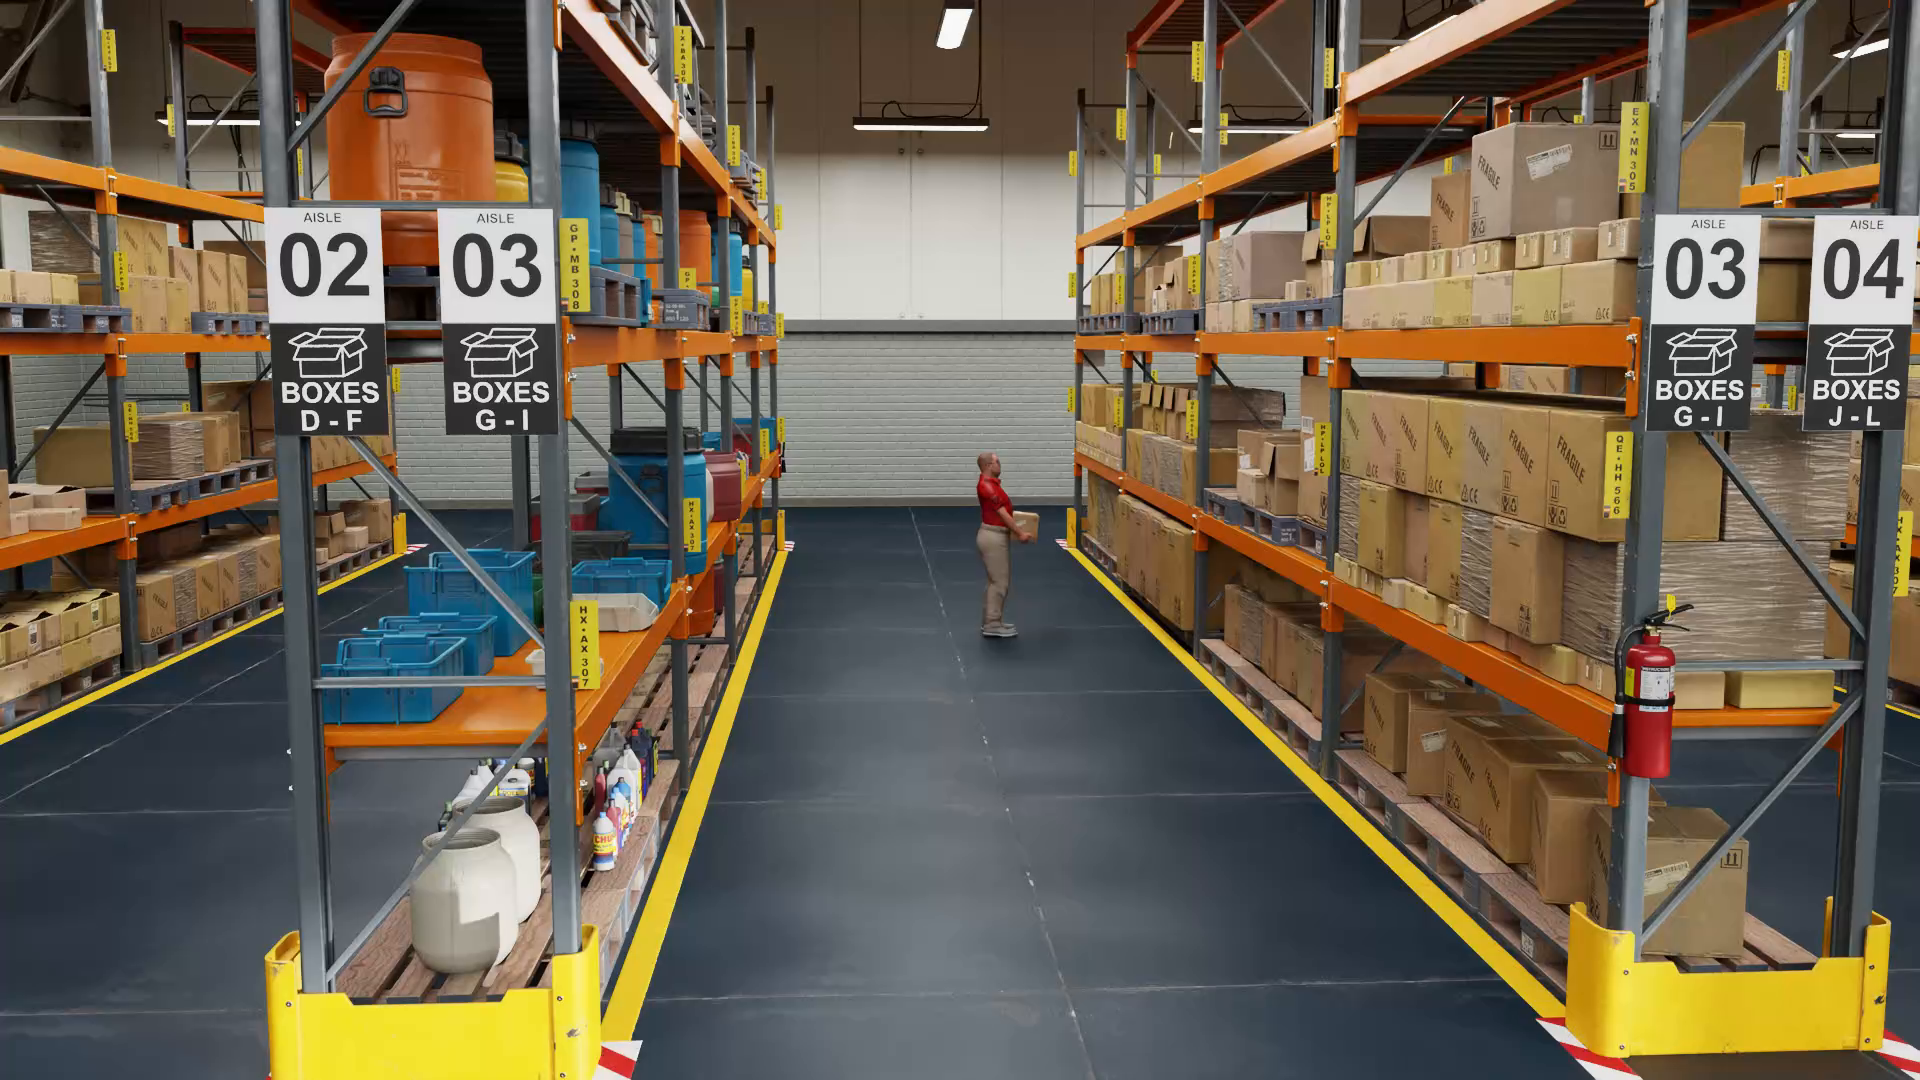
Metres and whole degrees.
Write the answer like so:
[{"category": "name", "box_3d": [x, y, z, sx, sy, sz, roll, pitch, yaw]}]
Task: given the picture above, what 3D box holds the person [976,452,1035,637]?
[{"category": "person", "box_3d": [0.419, 0.030, 15.612, 0.537, 1.712, 0.493, 0, 7, -3]}]
